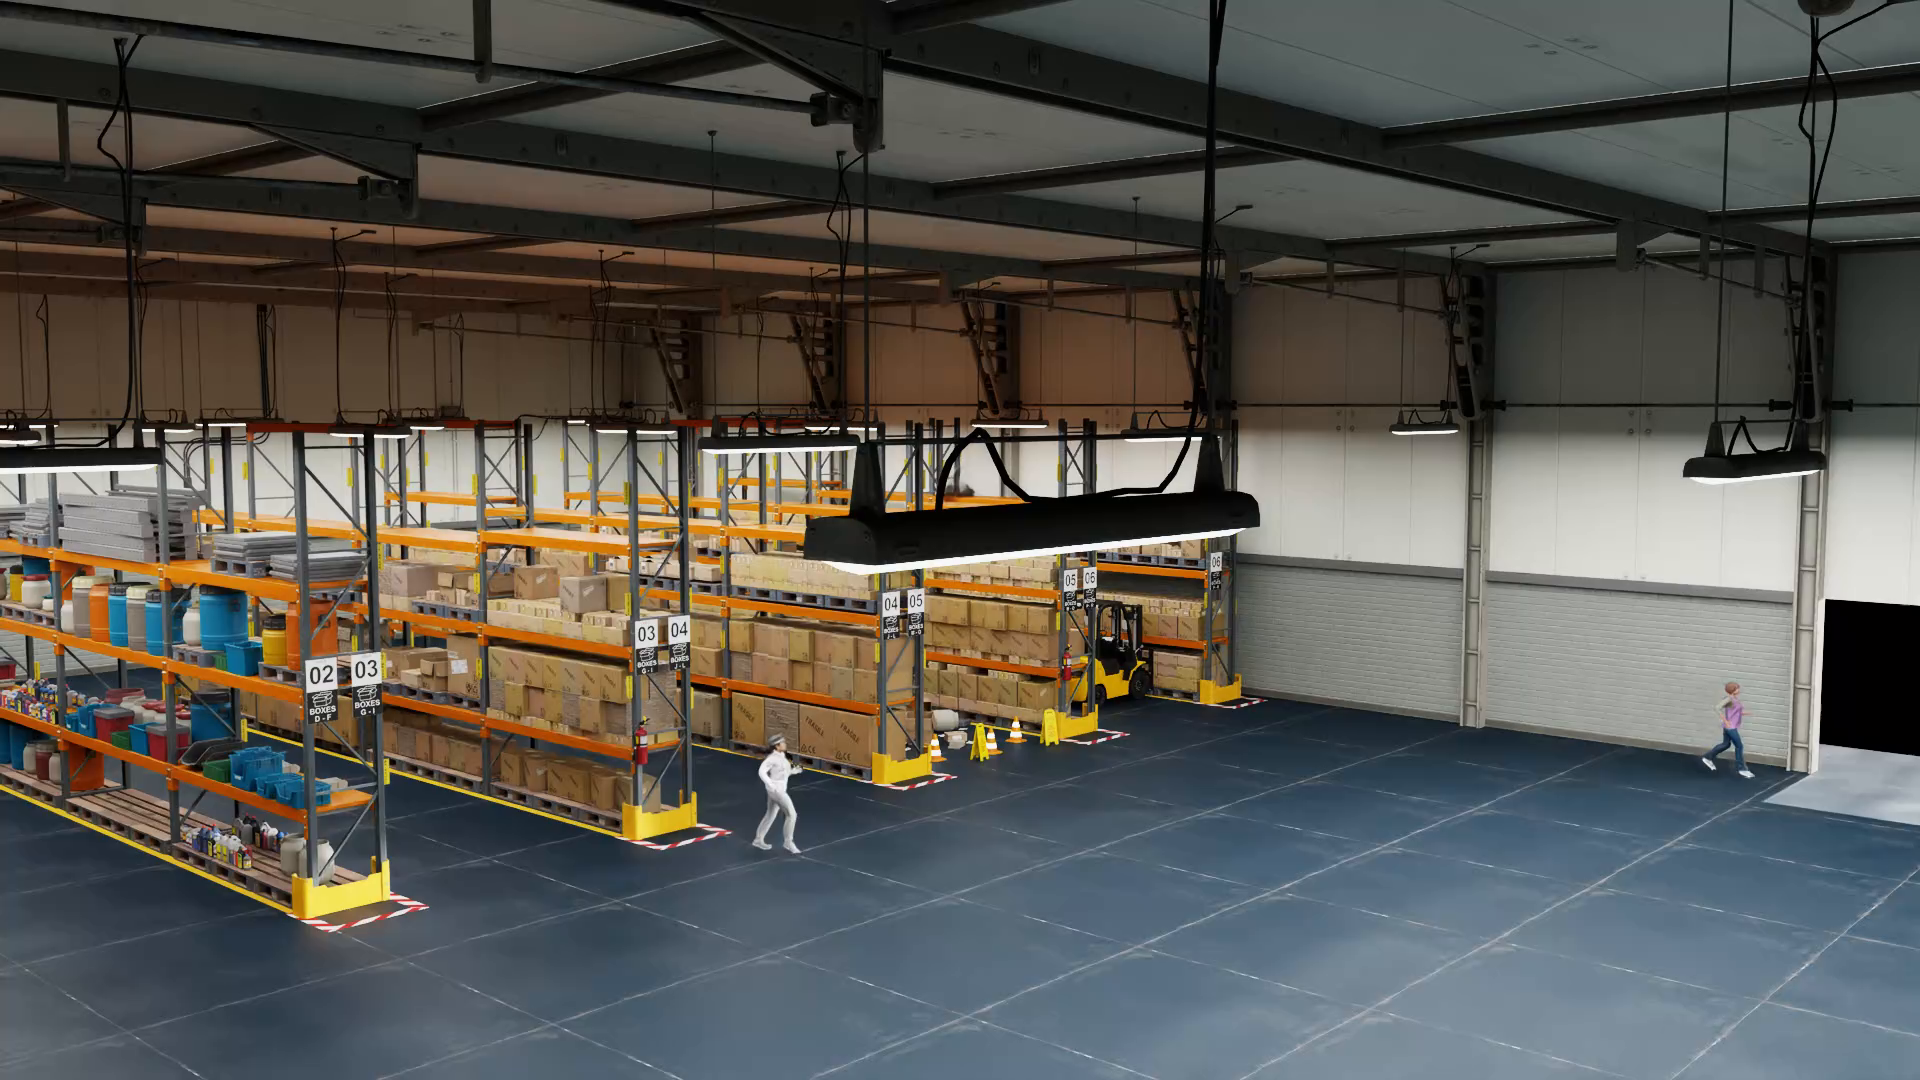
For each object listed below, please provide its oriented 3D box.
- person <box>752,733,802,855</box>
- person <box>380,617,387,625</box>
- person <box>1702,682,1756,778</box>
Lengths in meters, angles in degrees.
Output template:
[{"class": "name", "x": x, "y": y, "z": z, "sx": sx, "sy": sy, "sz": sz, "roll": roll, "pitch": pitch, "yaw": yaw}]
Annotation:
[{"class": "person", "x": -2.575, "y": 3.568, "z": 23.389, "sx": 0.720, "sy": 1.726, "sz": 0.601, "roll": 0, "pitch": 5, "yaw": -4}, {"class": "person", "x": -13.792, "y": 2.306, "z": 39.652, "sx": 0.599, "sy": 1.558, "sz": 0.610, "roll": 3, "pitch": 6, "yaw": 35}, {"class": "person", "x": 13.088, "y": 3.200, "z": 28.262, "sx": 0.872, "sy": 1.597, "sz": 0.539, "roll": 3, "pitch": 6, "yaw": 33}]
